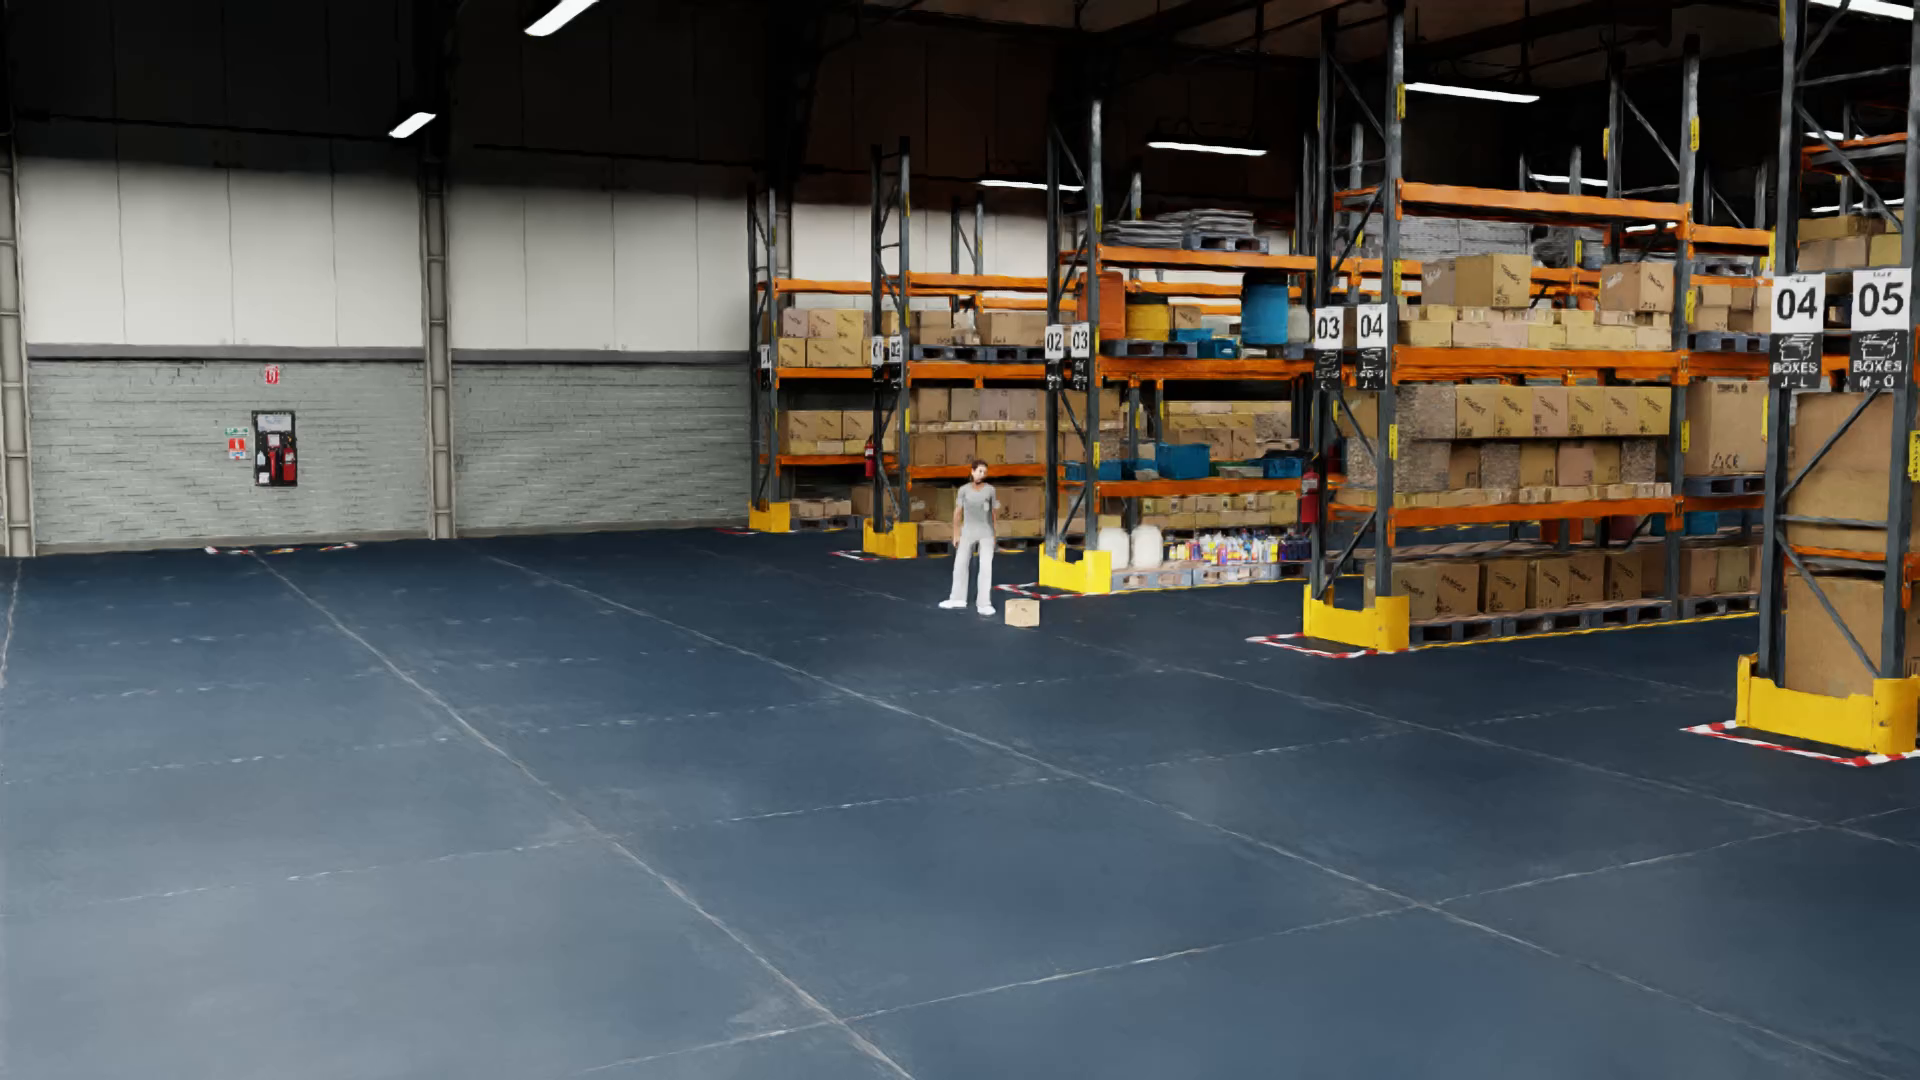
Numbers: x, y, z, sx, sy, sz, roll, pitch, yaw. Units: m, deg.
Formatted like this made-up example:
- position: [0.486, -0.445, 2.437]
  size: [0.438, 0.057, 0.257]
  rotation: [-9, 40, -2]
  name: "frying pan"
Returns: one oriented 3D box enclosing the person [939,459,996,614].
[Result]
- position: [0.077, -0.047, 18.021]
  size: [0.646, 1.668, 0.471]
  rotation: [0, 5, 4]
  name: "person"
